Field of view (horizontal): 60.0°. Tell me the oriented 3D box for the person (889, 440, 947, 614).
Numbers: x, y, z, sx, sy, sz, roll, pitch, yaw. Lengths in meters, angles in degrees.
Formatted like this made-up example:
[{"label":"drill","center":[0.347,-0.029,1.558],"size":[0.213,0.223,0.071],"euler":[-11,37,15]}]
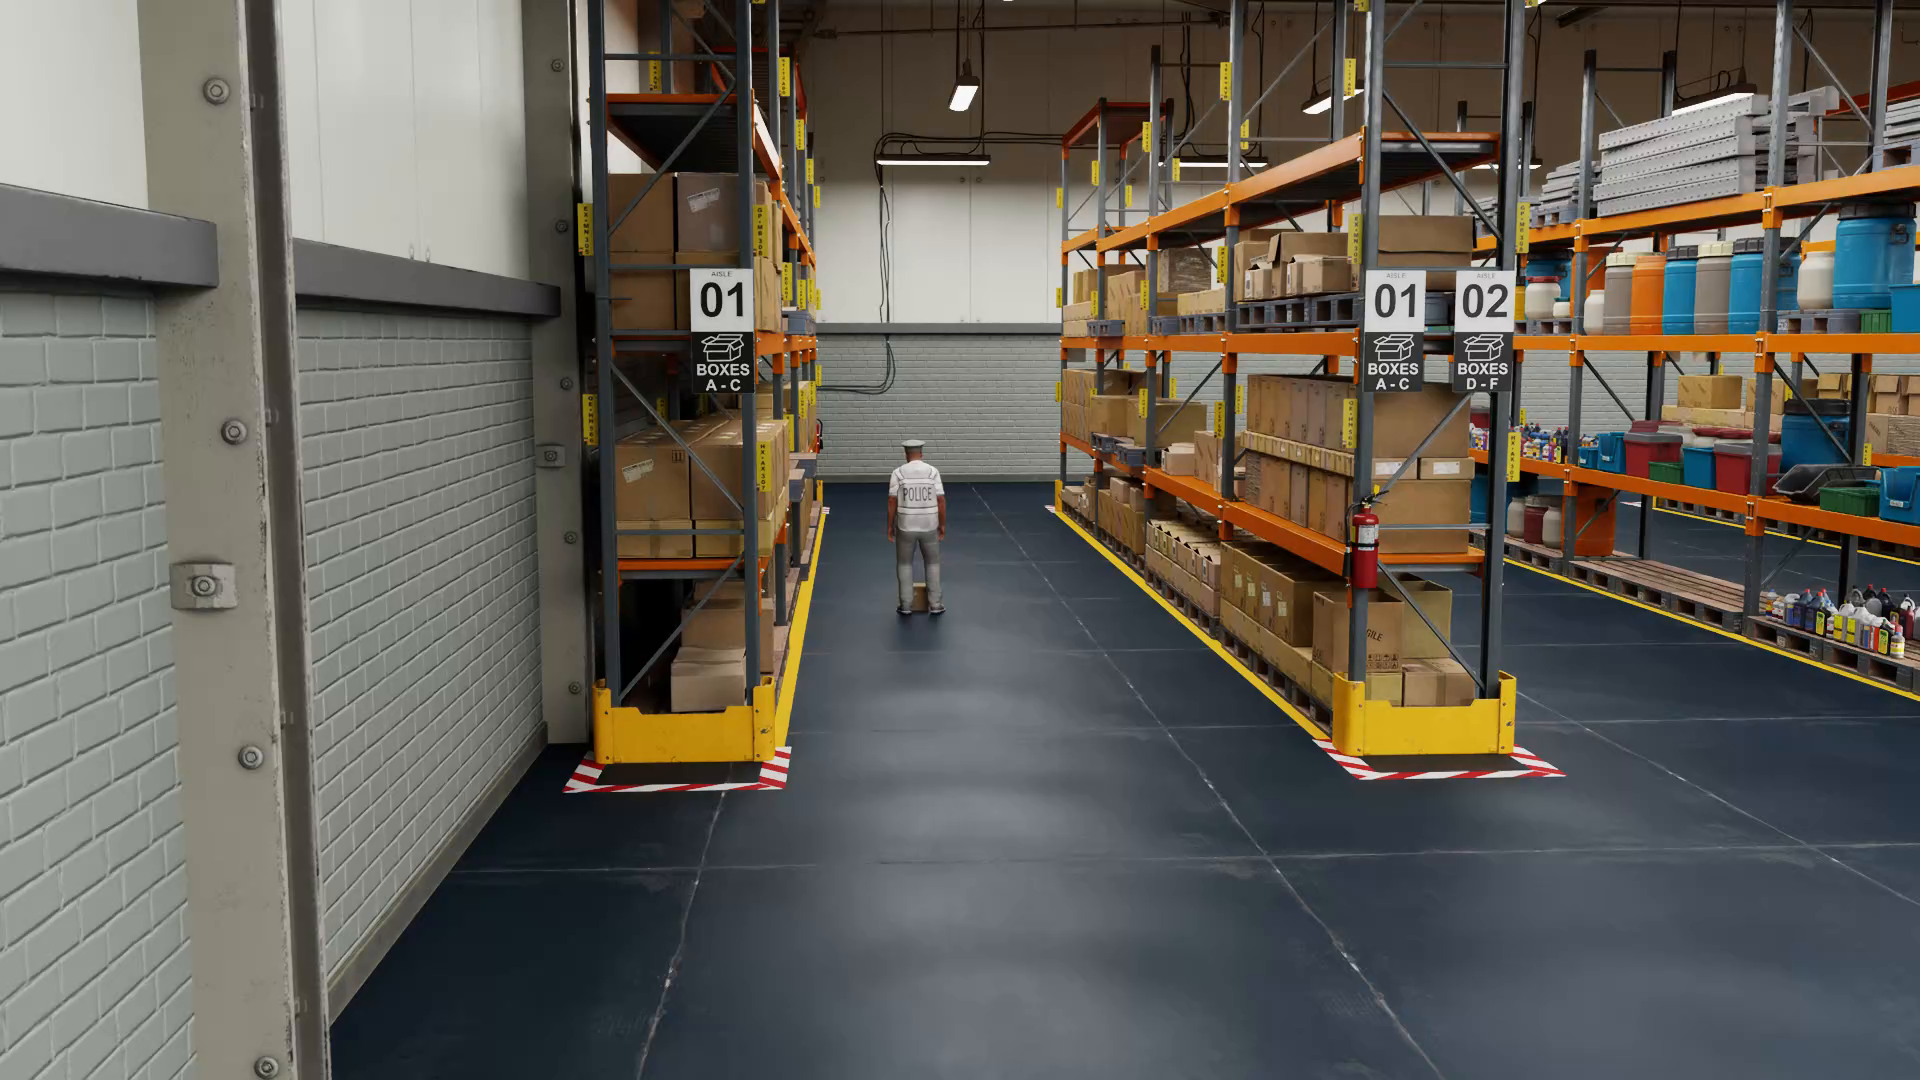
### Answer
[{"label":"person","center":[-0.425,-0.127,16.773],"size":[0.587,1.748,0.436],"euler":[0,7,-3]}]
